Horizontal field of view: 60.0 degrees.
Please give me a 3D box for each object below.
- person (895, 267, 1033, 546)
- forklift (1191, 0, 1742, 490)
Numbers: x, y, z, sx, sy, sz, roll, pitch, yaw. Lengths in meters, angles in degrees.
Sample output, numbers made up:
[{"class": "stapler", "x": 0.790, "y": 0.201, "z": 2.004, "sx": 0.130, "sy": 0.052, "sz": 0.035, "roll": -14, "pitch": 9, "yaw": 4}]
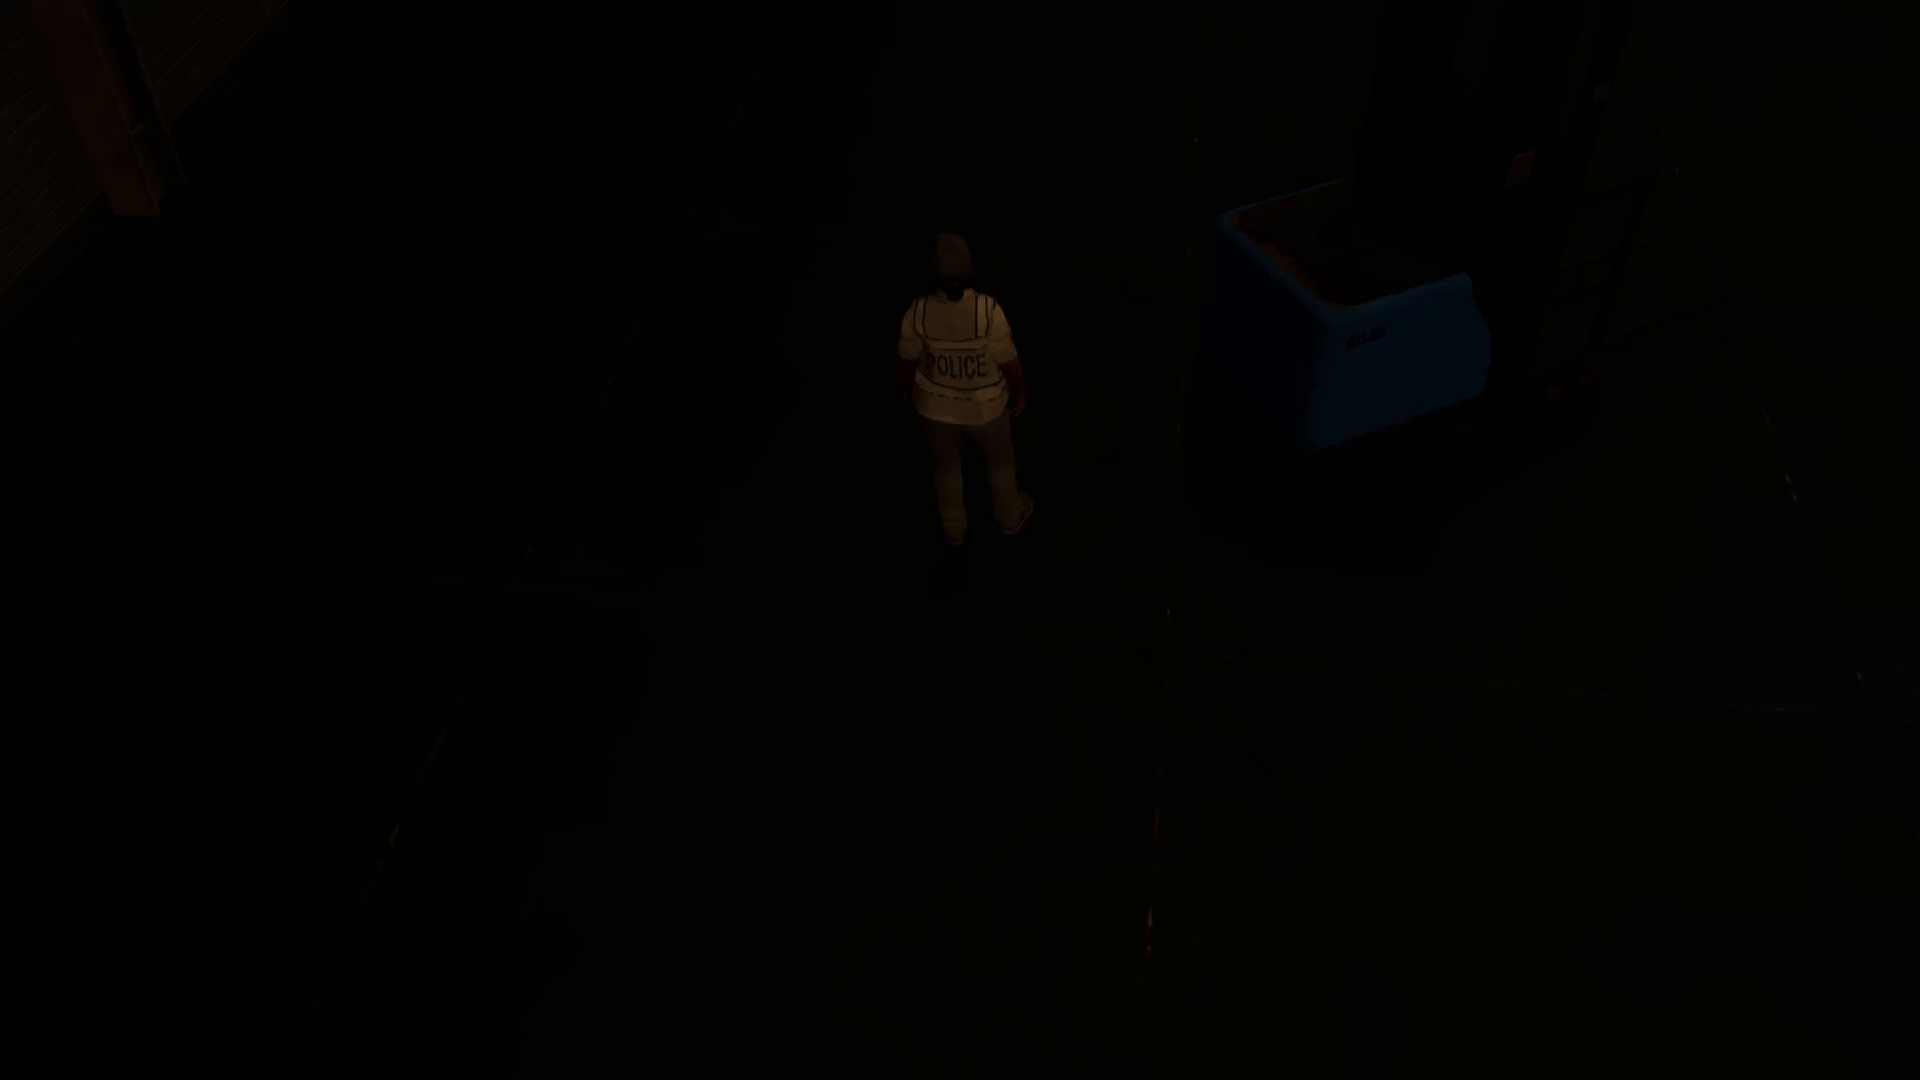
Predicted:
[{"class": "person", "x": 0.033, "y": -0.657, "z": 7.387, "sx": 0.598, "sy": 1.637, "sz": 0.529, "roll": 5, "pitch": 43, "yaw": 6}, {"class": "forklift", "x": 2.758, "y": -2.019, "z": 7.922, "sx": 3.031, "sy": 2.935, "sz": 1.130, "roll": -19, "pitch": 46, "yaw": -19}]
